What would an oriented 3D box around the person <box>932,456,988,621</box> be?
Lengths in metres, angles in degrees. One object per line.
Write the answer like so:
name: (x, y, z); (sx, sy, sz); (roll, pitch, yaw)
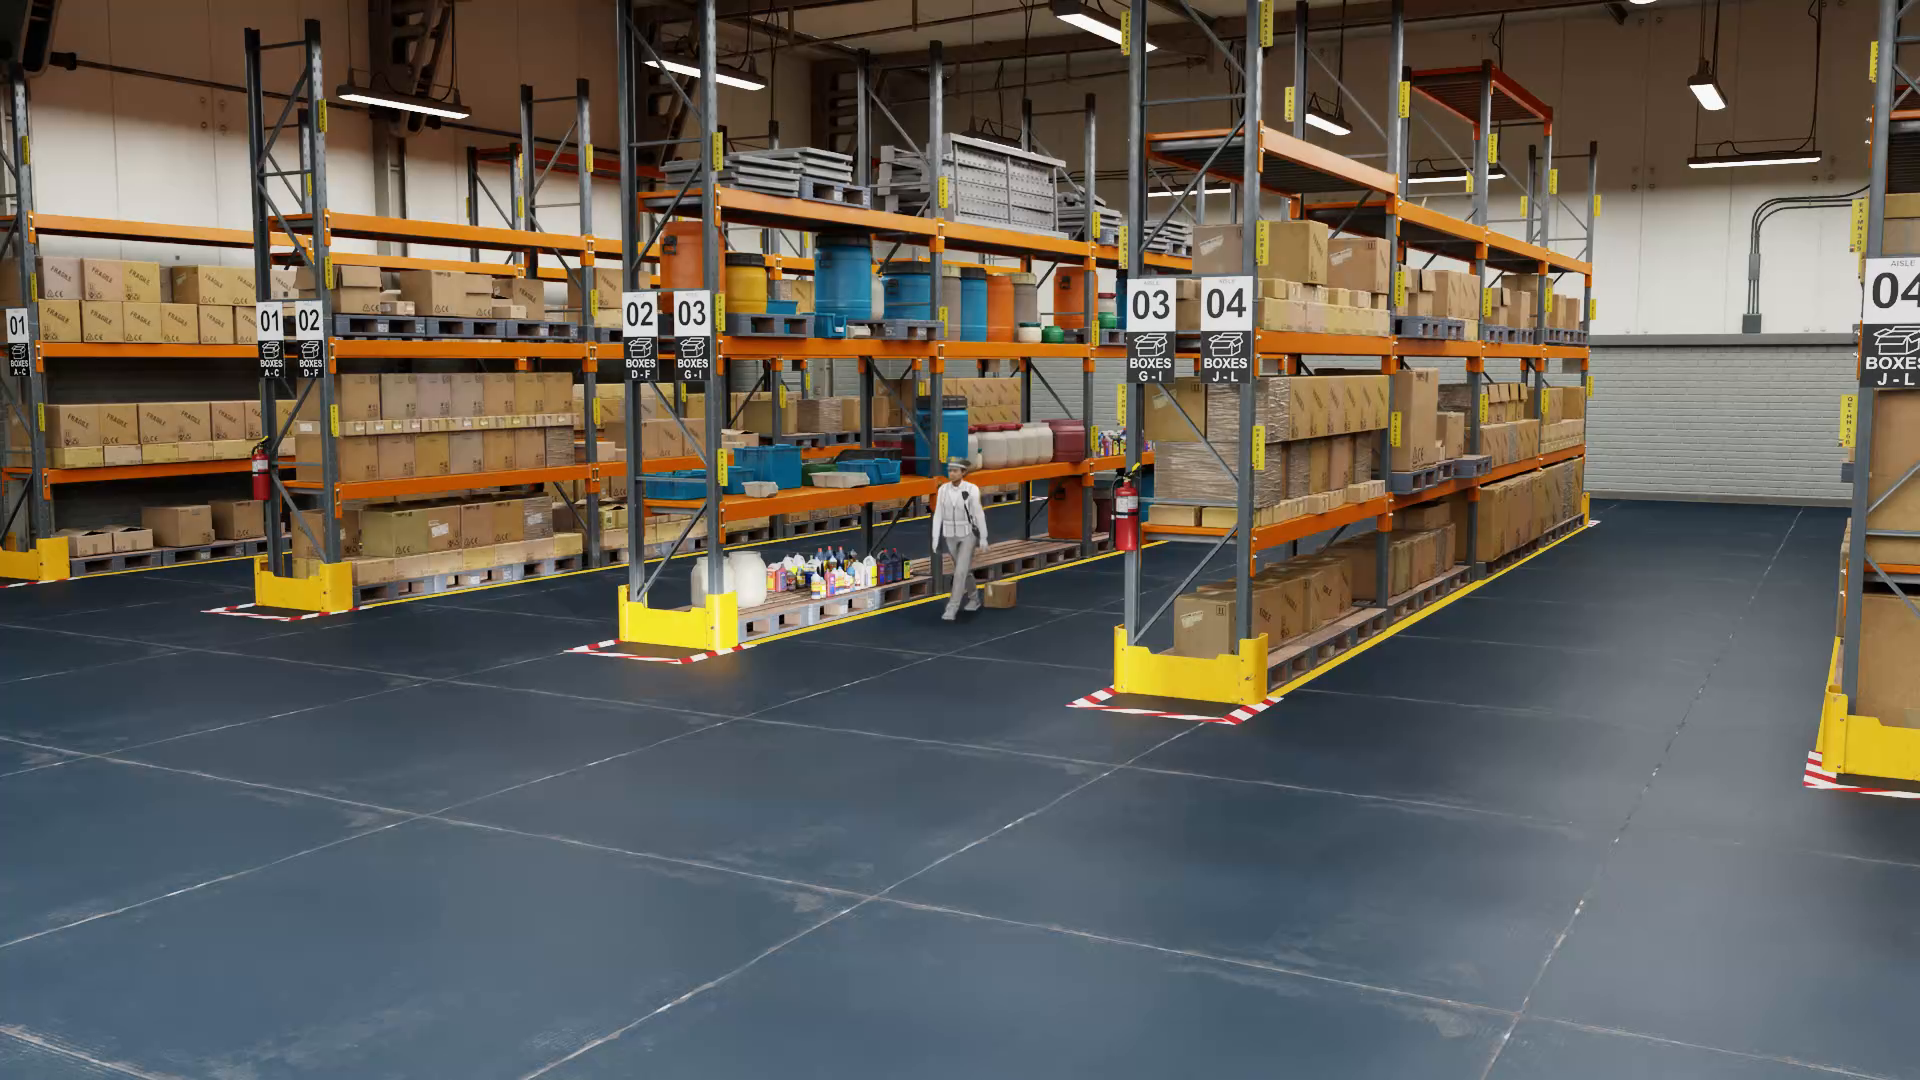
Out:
person: (-0.029, -0.044, 16.654); (0.515, 1.610, 1.009); (3, 7, 27)
